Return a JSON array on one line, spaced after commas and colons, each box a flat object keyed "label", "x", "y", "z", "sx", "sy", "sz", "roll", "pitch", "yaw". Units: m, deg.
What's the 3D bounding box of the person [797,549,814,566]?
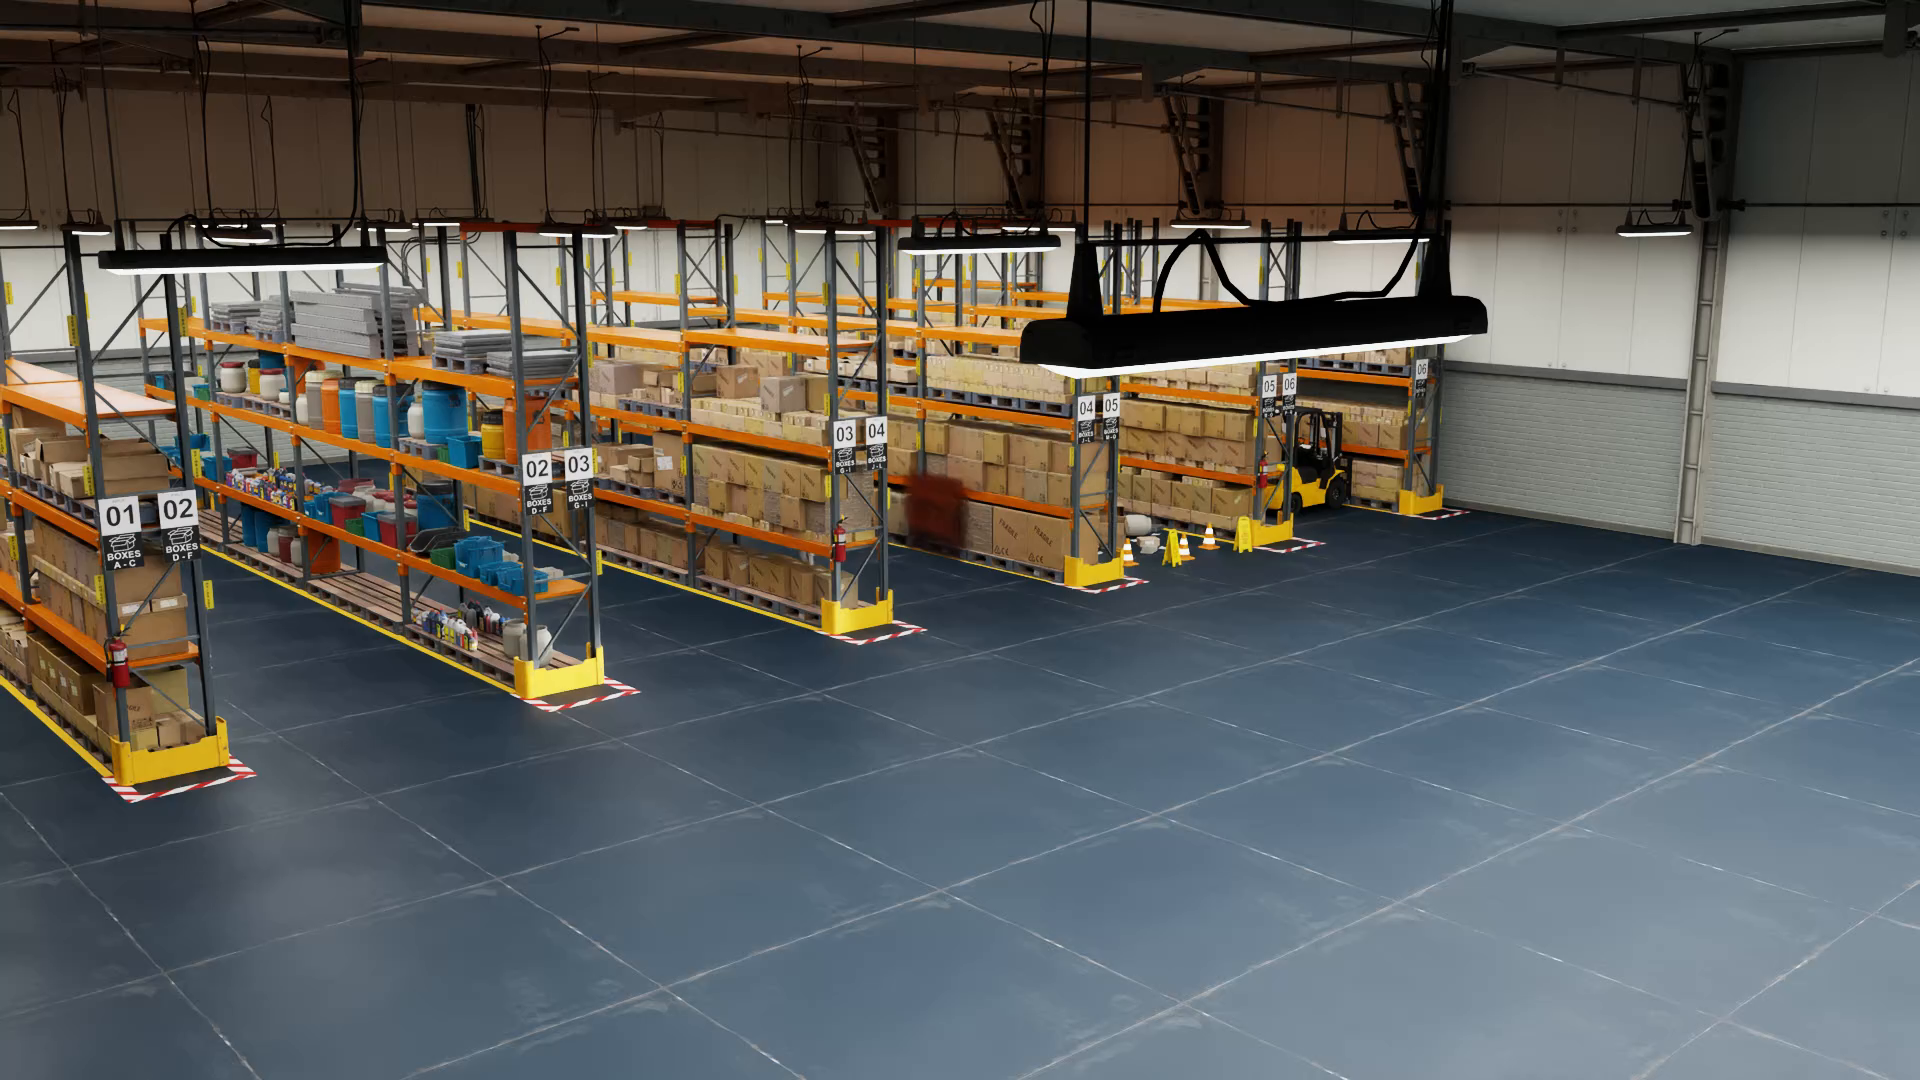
[{"label": "person", "x": -2.703, "y": -0.179, "z": 28.539, "sx": 0.491, "sy": 1.641, "sz": 0.503, "roll": -5, "pitch": 12, "yaw": -23}]
